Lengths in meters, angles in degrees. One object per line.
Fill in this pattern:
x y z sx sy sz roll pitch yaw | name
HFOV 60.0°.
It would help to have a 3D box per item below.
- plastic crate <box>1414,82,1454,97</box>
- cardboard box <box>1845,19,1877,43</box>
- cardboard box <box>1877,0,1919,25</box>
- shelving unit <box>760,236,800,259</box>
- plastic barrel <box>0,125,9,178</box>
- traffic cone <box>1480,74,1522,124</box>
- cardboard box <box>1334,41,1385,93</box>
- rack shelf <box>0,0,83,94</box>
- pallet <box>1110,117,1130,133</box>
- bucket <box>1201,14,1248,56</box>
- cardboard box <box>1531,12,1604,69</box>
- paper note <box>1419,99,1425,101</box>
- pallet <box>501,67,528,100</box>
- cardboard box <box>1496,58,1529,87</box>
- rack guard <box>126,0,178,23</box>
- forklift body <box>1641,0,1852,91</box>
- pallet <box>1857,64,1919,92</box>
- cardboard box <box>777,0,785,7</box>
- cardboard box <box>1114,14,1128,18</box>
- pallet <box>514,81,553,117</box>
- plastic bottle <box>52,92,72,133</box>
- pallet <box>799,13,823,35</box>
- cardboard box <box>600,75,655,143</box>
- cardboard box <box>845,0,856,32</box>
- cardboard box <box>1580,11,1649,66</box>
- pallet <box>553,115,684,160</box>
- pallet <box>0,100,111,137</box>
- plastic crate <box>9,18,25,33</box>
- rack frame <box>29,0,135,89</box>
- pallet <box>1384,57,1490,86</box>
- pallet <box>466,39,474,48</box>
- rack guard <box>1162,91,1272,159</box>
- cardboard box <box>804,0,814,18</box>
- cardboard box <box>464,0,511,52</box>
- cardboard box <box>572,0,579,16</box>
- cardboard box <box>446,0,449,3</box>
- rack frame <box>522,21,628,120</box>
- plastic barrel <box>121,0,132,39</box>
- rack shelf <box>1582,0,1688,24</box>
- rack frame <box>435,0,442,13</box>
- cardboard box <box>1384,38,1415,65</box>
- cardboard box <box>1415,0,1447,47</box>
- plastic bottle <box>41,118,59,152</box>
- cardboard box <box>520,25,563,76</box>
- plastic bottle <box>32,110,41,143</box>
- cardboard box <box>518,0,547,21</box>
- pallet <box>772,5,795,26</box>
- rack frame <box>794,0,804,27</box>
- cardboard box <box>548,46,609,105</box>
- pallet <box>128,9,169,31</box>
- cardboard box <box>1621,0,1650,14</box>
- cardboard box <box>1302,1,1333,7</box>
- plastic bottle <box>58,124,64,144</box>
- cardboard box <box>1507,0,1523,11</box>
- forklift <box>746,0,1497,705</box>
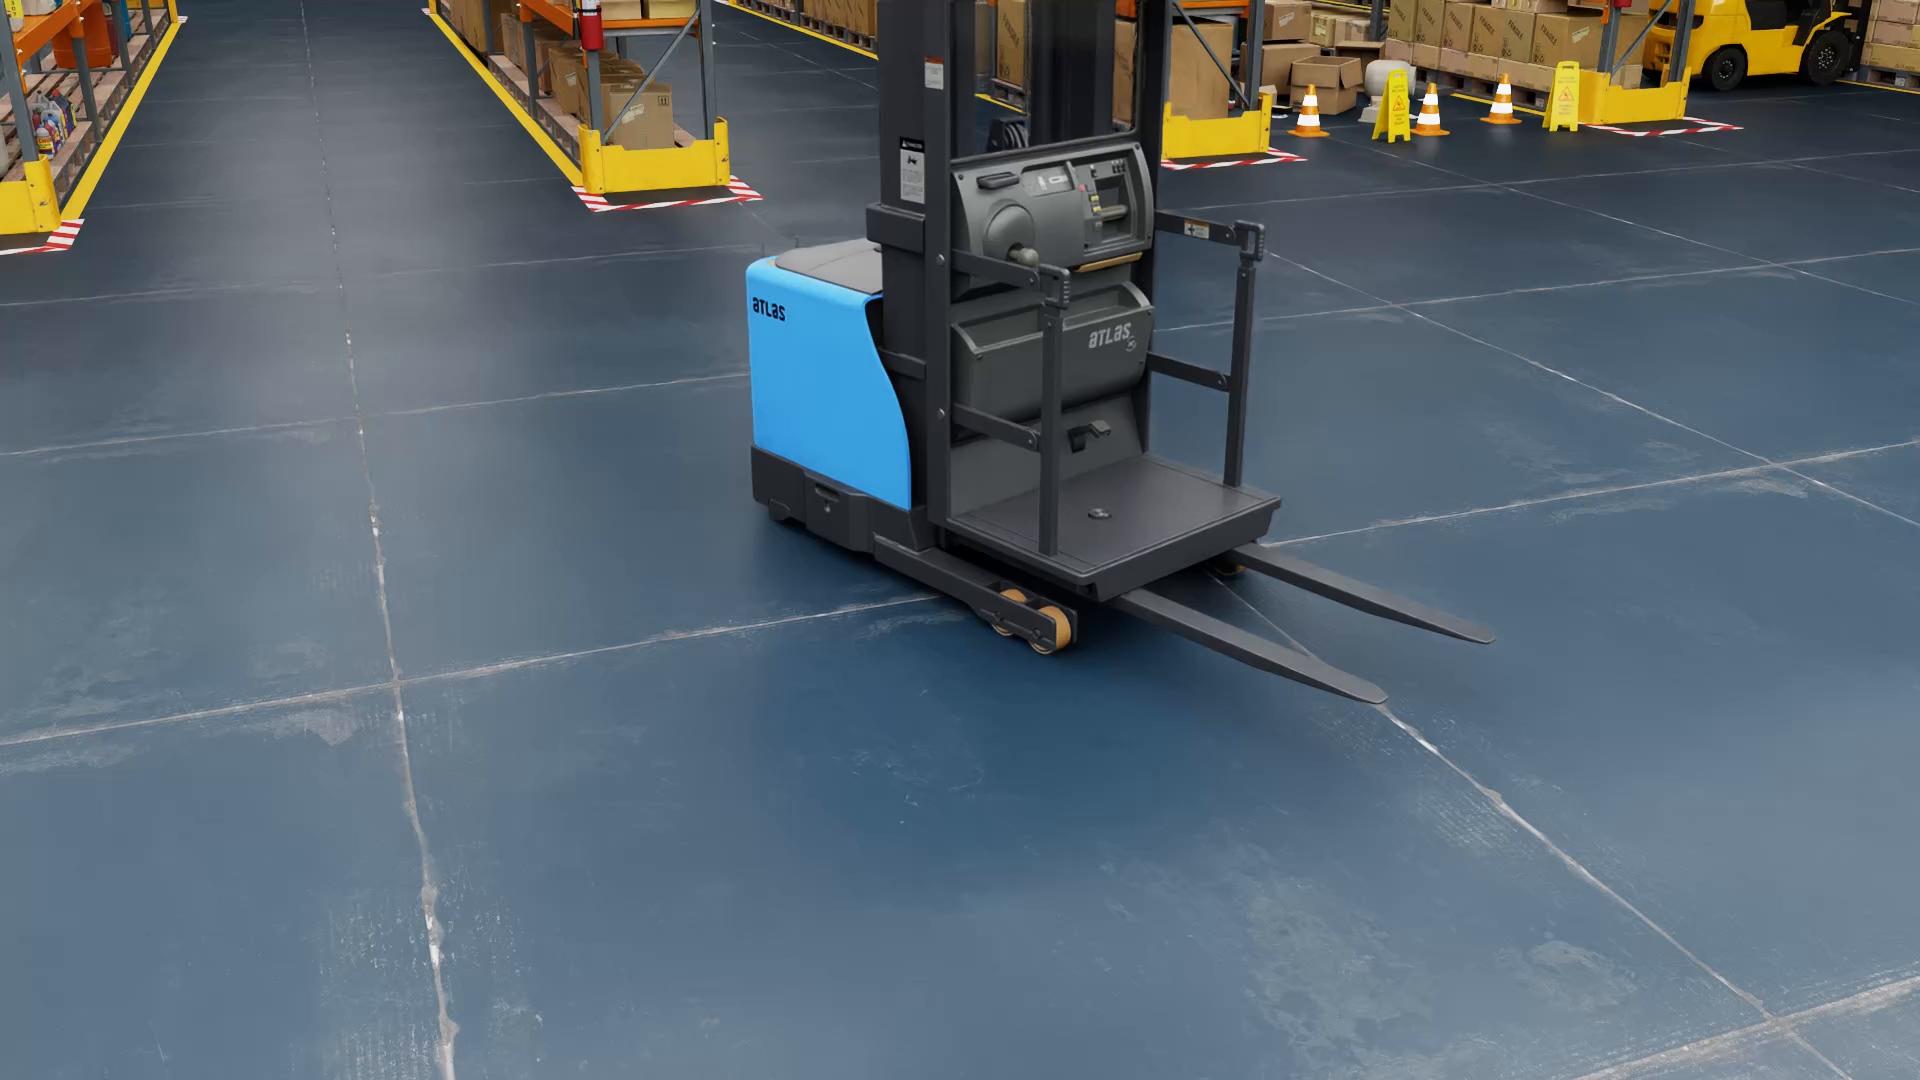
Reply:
5.186 -5.051 18.632 0.402 0.080 0.583 -18 29 -37 | plastic crate
10.621 -5.968 19.403 0.500 0.250 0.500 -9 24 -20 | cardboard box
10.814 -6.005 18.848 0.500 0.250 0.500 -8 24 -18 | cardboard box
-0.684 -0.757 7.195 0.215 1.050 0.252 -19 30 -38 | shelving unit
-7.574 -3.045 12.775 0.421 0.512 0.421 0 23 0 | plastic barrel
5.453 -4.437 16.681 0.336 0.463 0.334 -8 24 -19 | traffic cone
4.504 -5.353 18.804 0.500 0.500 0.500 8 24 18 | cardboard box
-7.799 -3.982 13.263 1.077 0.370 4.000 -8 24 -19 | rack shelf
1.861 -3.905 15.744 1.003 0.211 1.213 -8 24 -19 | pallet
3.009 -5.823 18.961 0.726 0.611 0.620 0 13 -1 | bucket
6.285 -5.154 17.150 0.500 0.500 0.500 -8 24 -19 | cardboard box
5.075 -4.797 18.091 0.142 0.019 0.148 -18 29 -37 | paper note
-4.583 -5.162 18.725 1.003 0.211 1.213 -8 24 -19 | pallet
6.099 -4.999 17.748 0.500 0.250 0.500 -8 24 -19 | cardboard box
-12.766 -8.256 25.694 1.175 0.500 0.348 -8 24 -19 | rack guard
9.078 -6.356 19.062 2.313 2.155 1.214 -8 24 -19 | forklift body
11.145 -5.296 19.043 1.003 0.211 1.213 -8 24 -19 | pallet
-2.647 -8.439 26.041 0.380 0.149 0.250 -9 25 -21 | cardboard box
1.603 -4.682 16.191 0.875 0.875 0.875 -9 24 -20 | cardboard box
-4.149 -4.718 17.672 1.003 0.211 1.213 -8 24 -19 | pallet
-7.941 -3.758 14.649 0.144 0.351 0.185 -10 25 -22 | plastic bottle
-1.746 -7.703 24.754 1.003 0.211 1.213 -8 24 -19 | pallet
-2.907 -3.750 14.463 0.500 0.500 0.500 -2 23 -5 | cardboard box
-1.266 -7.251 22.770 0.500 0.500 0.500 -7 24 -17 | cardboard box
6.777 -5.238 17.350 0.500 0.500 0.500 -9 25 -21 | cardboard box
-3.167 -3.752 15.380 1.003 0.211 1.213 -8 24 -19 | pallet
-8.820 -4.036 16.053 1.003 0.211 1.213 -8 24 -19 | pallet
-7.108 -3.835 12.326 0.298 0.136 0.250 -8 24 -19 | plastic crate
-9.919 -6.494 18.295 1.000 3.000 0.127 -8 24 -19 | rack frame
5.669 -5.556 19.660 1.003 0.211 1.213 -8 24 -19 | pallet
-6.355 -7.072 23.257 1.003 0.211 1.213 -8 24 -19 | pallet
2.225 -3.750 15.003 1.175 0.500 0.348 -8 24 -19 | rack guard
-2.010 -8.007 24.564 0.500 0.500 0.500 -7 24 -17 | cardboard box
-5.510 -6.642 20.841 1.225 0.875 0.875 -10 25 -21 | cardboard box
-2.977 -4.401 13.653 0.380 0.149 0.250 -8 24 -19 | cardboard box
-7.810 -9.073 26.610 0.875 0.875 0.875 -8 24 -19 | cardboard box
-3.872 -5.720 16.459 1.000 3.000 0.127 -8 24 -19 | rack frame
-11.156 -6.974 21.595 0.600 0.901 0.708 -8 24 -19 | plastic barrel
6.105 -6.022 18.101 1.077 0.370 4.000 -8 24 -19 | rack shelf
-8.111 -10.080 26.804 1.000 3.000 0.127 -8 24 -19 | rack frame
5.355 -5.755 19.541 0.500 0.250 0.500 -10 25 -21 | cardboard box
5.555 -5.908 18.938 0.500 0.500 0.500 -7 24 -17 | cardboard box
-7.563 -3.359 13.803 0.097 0.271 0.097 0 23 0 | plastic bottle
-4.418 -5.376 18.295 0.700 0.500 0.500 -11 25 -24 | cardboard box
-7.872 -3.536 14.207 0.061 0.283 0.133 -8 24 -19 | plastic bottle
-4.824 -6.139 19.140 0.500 0.250 0.500 -6 23 -13 | cardboard box
-2.293 -8.225 25.993 1.003 0.211 1.213 -8 24 -19 | pallet
-2.022 -9.271 24.884 1.000 3.000 0.127 -8 24 -19 | rack frame
-3.768 -4.611 16.505 0.500 0.500 0.500 -9 25 -21 | cardboard box
-12.490 -7.811 25.010 1.003 0.211 1.213 -8 24 -19 | pallet
9.579 -7.333 22.802 0.875 0.625 0.625 -9 24 -20 | cardboard box
4.444 -7.042 22.439 0.950 0.372 0.625 -9 24 -20 | cardboard box
-7.706 -3.473 14.166 0.097 0.201 0.097 0 23 0 | plastic bottle
6.007 -5.669 17.536 0.380 0.149 0.250 -8 24 -18 | cardboard box
0.490 -1.175 5.765 1.130 2.935 3.031 -19 30 -38 | forklift
